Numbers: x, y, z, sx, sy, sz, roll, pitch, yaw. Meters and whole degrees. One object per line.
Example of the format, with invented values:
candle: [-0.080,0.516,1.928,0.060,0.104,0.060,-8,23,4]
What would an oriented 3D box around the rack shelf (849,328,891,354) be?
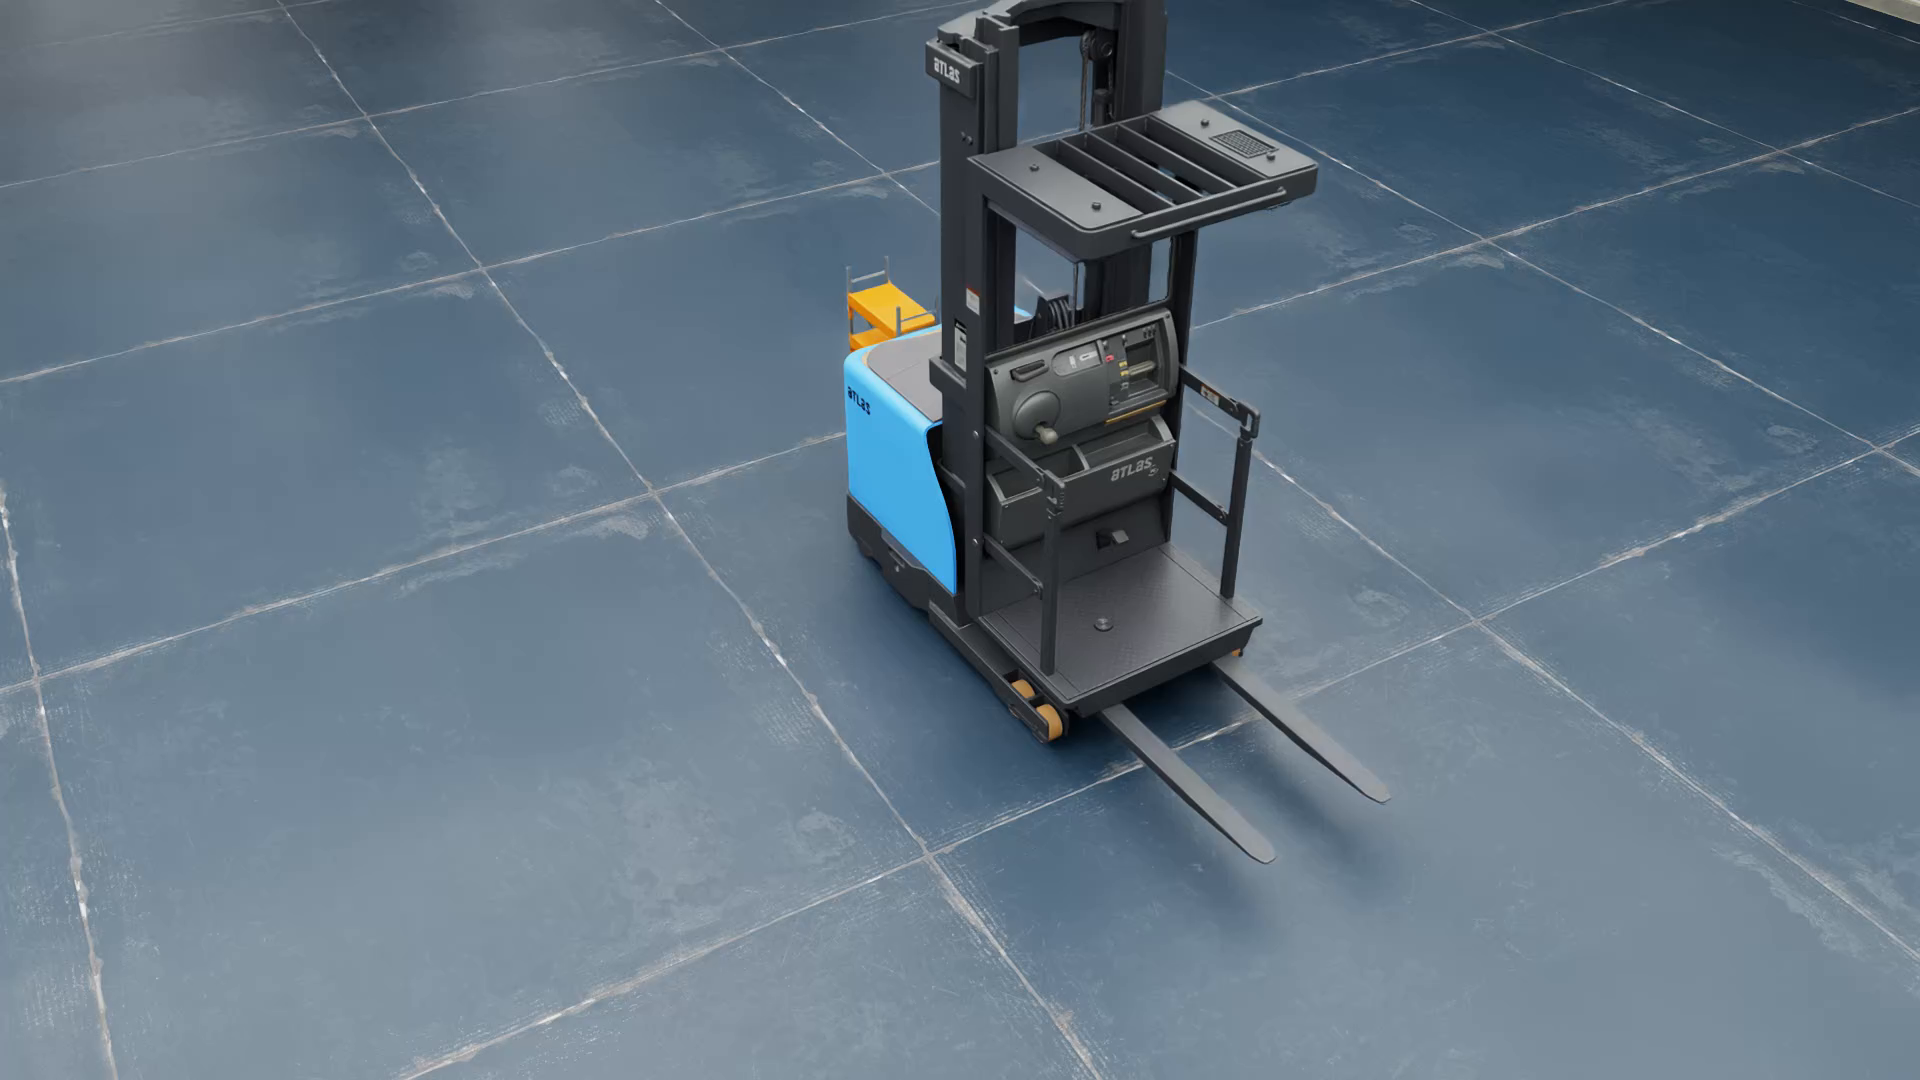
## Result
rack shelf: [-0.335,-0.918,8.451,0.258,0.148,0.480,-21,41,-26]

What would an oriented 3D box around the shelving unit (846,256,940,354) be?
shelving unit: [-0.335,-0.791,8.544,0.258,1.200,0.503,-21,41,-26]

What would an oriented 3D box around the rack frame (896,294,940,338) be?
rack frame: [-0.204,-0.670,8.377,0.240,1.200,0.015,-21,41,-26]

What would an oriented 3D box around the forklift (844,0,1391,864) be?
forklift: [0.645,-0.618,6.839,1.130,2.935,3.031,-21,41,-26]

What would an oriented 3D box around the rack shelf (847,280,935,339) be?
rack shelf: [-0.335,-1.109,8.312,0.258,0.148,0.480,-21,41,-26]

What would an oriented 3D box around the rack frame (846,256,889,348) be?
rack frame: [-0.465,-0.913,8.710,0.240,1.200,0.015,-21,41,-26]
